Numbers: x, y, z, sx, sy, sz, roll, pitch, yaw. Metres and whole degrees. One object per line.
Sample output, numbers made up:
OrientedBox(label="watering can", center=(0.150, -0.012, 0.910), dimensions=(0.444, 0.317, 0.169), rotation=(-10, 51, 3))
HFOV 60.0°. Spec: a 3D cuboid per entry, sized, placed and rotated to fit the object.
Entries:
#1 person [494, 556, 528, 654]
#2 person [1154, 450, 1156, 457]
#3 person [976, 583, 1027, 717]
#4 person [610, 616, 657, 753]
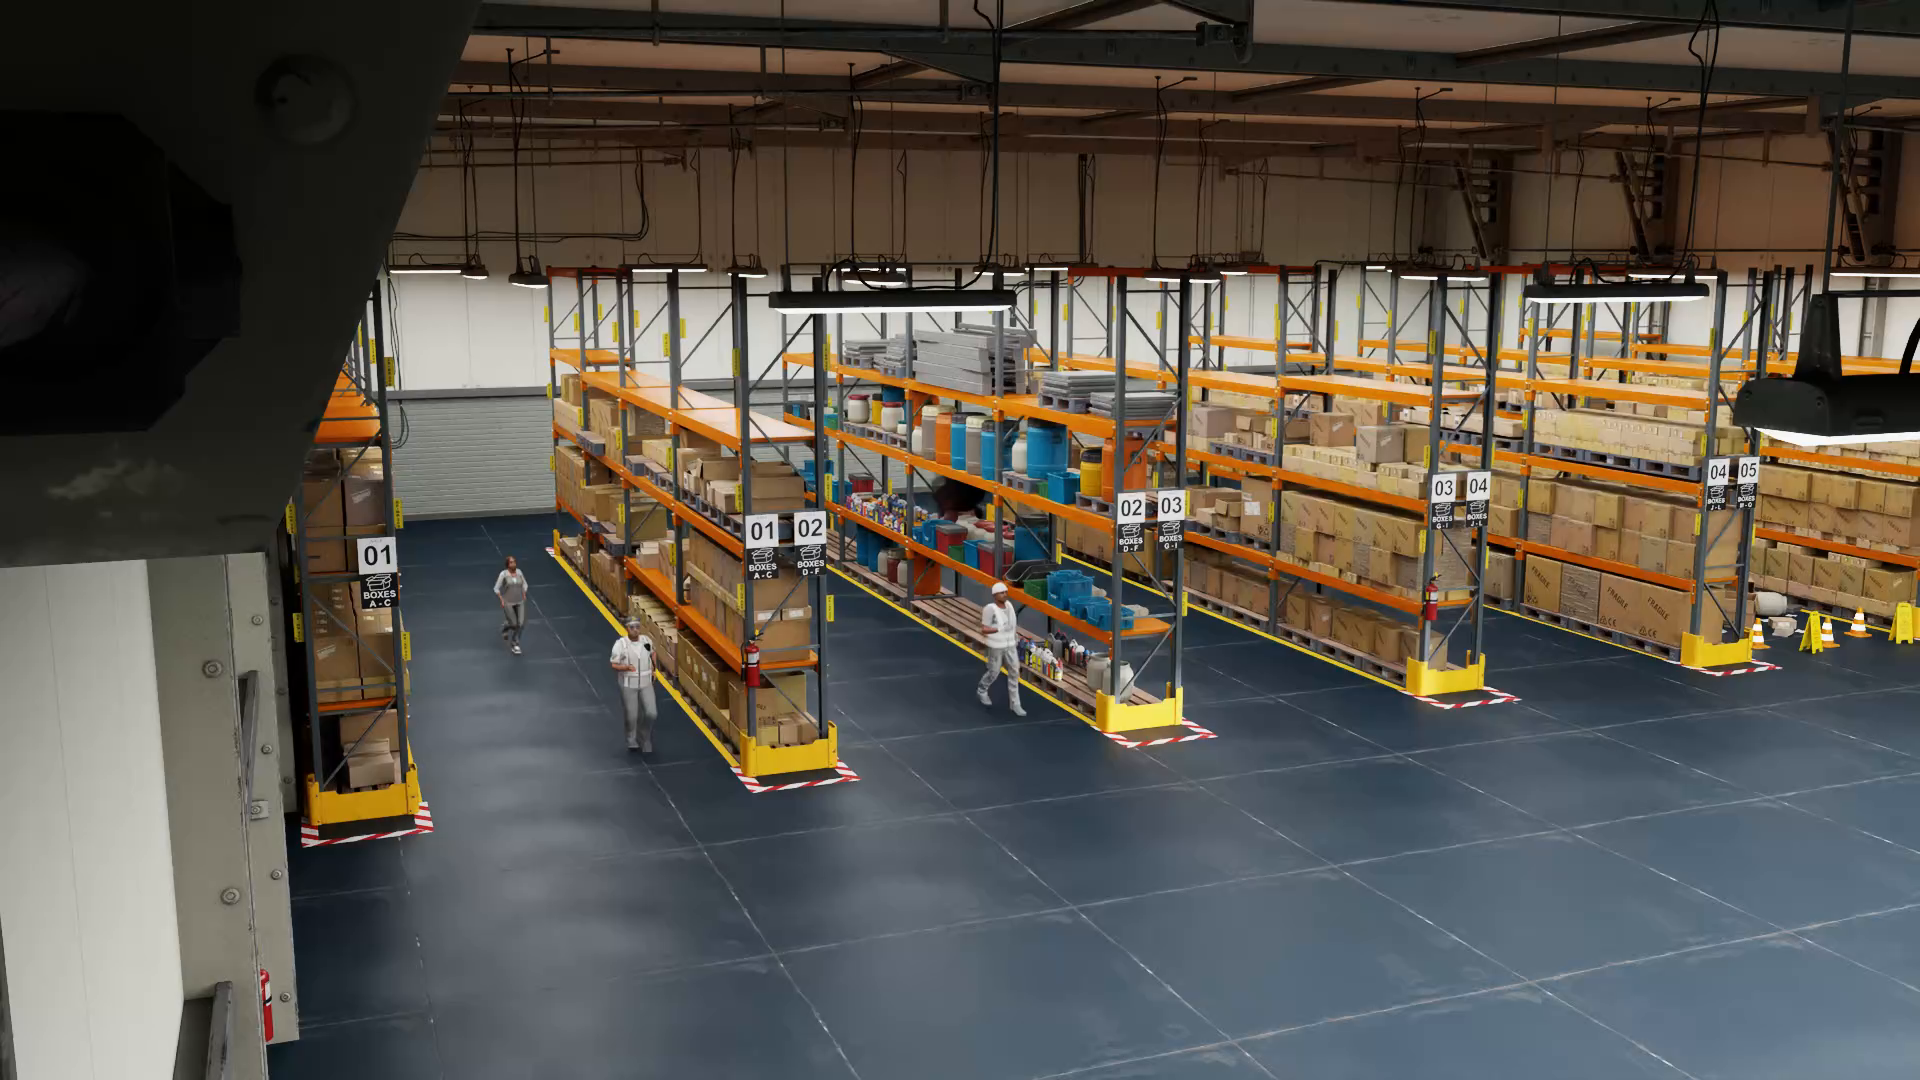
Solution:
OrientedBox(label="person", center=(-7.096, 1.017, 26.395), dimensions=(0.538, 1.554, 0.505), rotation=(-7, 12, -35))
OrientedBox(label="person", center=(4.533, -1.261, 38.917), dimensions=(0.770, 1.729, 0.678), rotation=(-4, 11, -22))
OrientedBox(label="person", center=(0.566, 1.475, 22.870), dimensions=(0.676, 1.797, 0.896), rotation=(-8, 12, -37))
OrientedBox(label="person", center=(-4.078, 1.847, 21.037), dimensions=(0.643, 1.810, 0.675), rotation=(-5, 11, -25))
